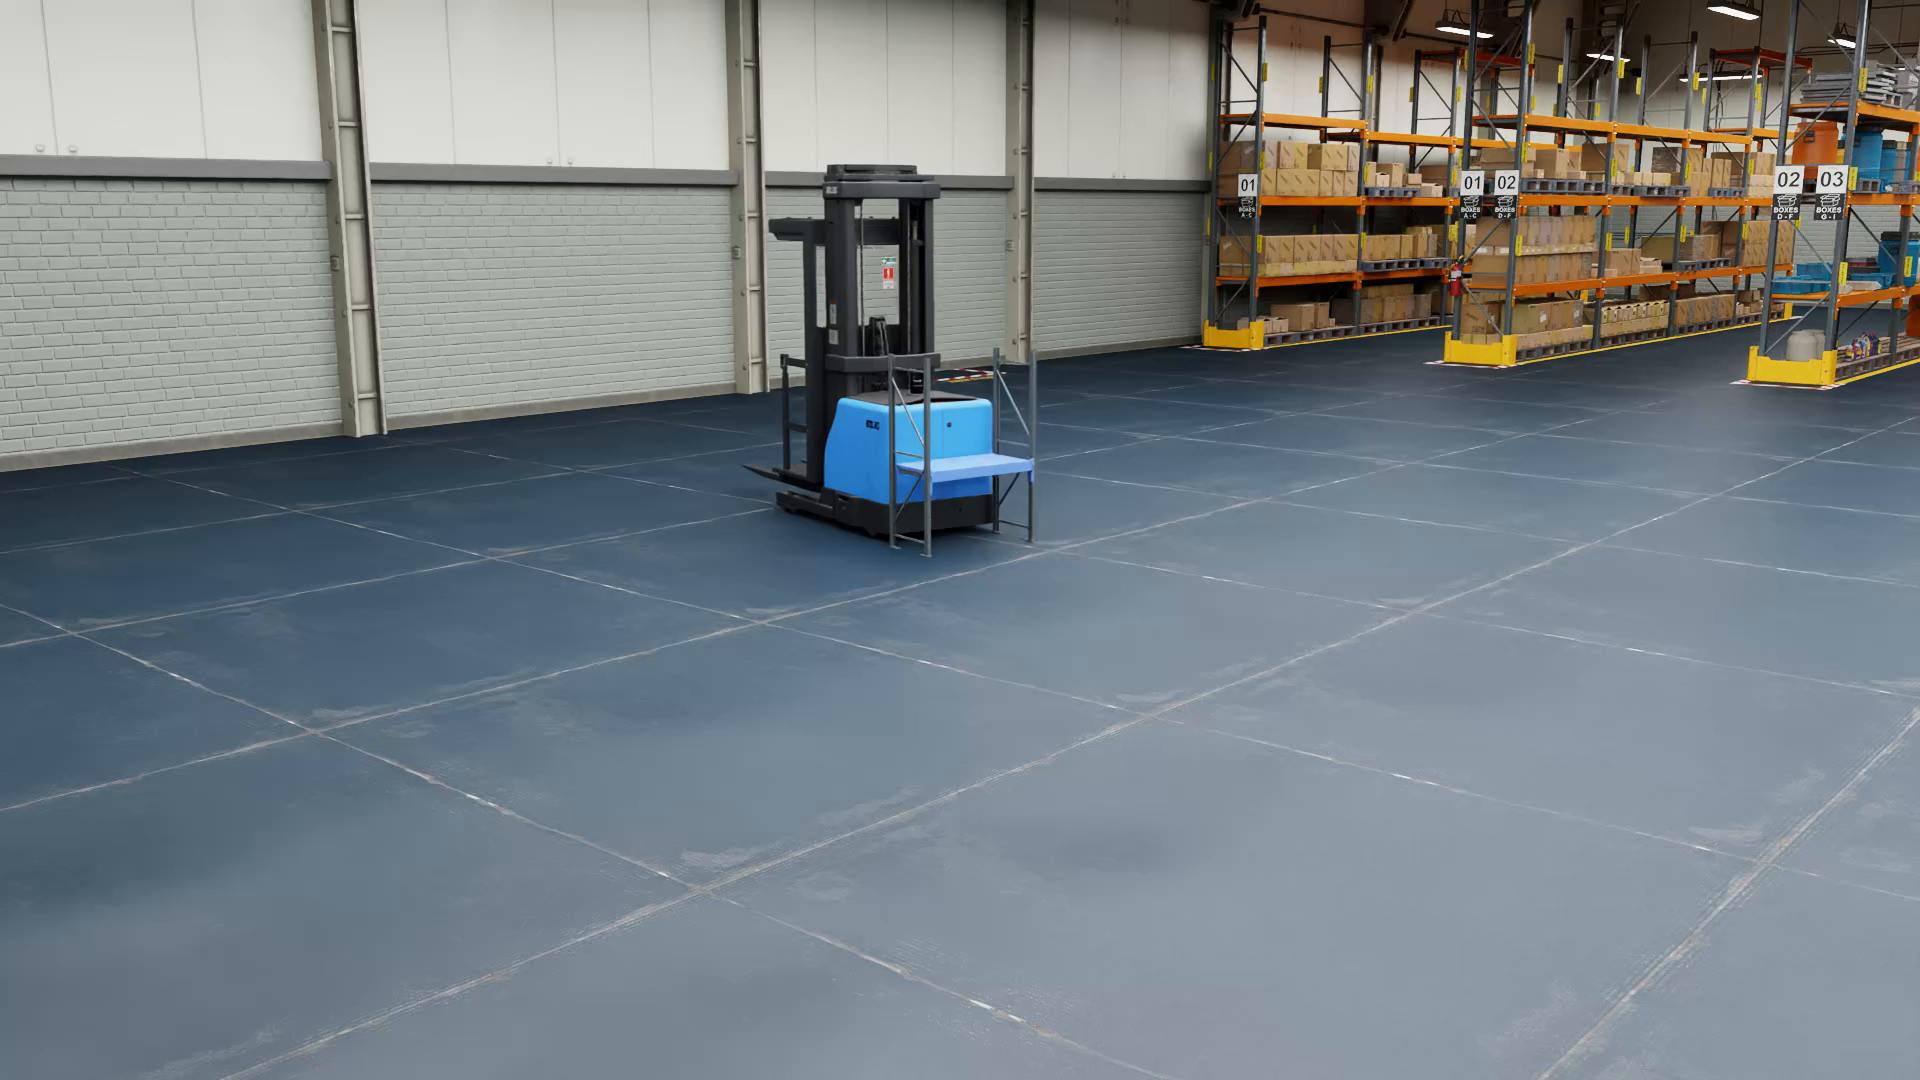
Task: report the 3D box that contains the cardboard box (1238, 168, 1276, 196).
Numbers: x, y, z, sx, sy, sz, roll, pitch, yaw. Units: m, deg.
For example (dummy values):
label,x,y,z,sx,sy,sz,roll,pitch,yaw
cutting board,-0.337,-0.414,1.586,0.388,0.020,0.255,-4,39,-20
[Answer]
label,x,y,z,sx,sy,sz,roll,pitch,yaw
cardboard box,5.548,-6.683,31.046,0.500,0.500,0.500,10,15,42

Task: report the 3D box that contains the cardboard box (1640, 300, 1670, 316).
label,x,y,z,sx,sy,sz,roll,pitch,yaw
cardboard box,13.983,-4.697,33.584,0.500,0.311,0.500,10,15,42

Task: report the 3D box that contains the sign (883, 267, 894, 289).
label,x,y,z,sx,sy,sz,roll,pitch,yaw
sign,-1.111,-4.059,25.784,0.001,0.329,0.234,10,15,40

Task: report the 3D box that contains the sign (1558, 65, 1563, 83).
label,x,y,z,sx,sy,sz,roll,pitch,yaw
sign,11.088,-8.592,30.666,0.100,0.325,0.005,10,15,40

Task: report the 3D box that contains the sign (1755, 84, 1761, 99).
label,x,y,z,sx,sy,sz,roll,pitch,yaw
sign,17.205,-9.668,35.853,0.100,0.325,0.005,10,15,40

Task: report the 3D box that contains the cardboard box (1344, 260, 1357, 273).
label,x,y,z,sx,sy,sz,roll,pitch,yaw
cardboard box,7.695,-5.552,33.681,0.500,0.250,0.500,10,15,40

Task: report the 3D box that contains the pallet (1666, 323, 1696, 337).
label,x,y,z,sx,sy,sz,roll,pitch,yaw
pallet,14.665,-4.411,34.755,1.003,0.211,1.213,10,15,40

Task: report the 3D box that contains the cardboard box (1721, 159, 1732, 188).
label,x,y,z,sx,sy,sz,roll,pitch,yaw
cardboard box,16.396,-7.972,36.225,0.600,0.600,0.600,8,14,35

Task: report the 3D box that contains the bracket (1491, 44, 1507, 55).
label,x,y,z,sx,sy,sz,roll,pitch,yaw
bracket,12.866,-11.716,39.707,0.235,0.232,0.430,10,15,40

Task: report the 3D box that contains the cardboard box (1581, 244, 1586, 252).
label,x,y,z,sx,sy,sz,roll,pitch,yaw
cardboard box,11.149,-5.309,30.222,0.380,0.149,0.250,9,15,39

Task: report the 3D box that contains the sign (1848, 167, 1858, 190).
label,x,y,z,sx,sy,sz,roll,pitch,yaw
sign,12.992,-5.259,24.200,0.100,0.325,0.005,10,15,40

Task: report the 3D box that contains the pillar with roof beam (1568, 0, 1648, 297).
label,x,y,z,sx,sy,sz,roll,pitch,yaw
pillar with roof beam,20.068,-10.384,42.228,9.100,9.000,0.548,10,15,40

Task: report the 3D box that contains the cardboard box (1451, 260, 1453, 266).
label,x,y,z,sx,sy,sz,roll,pitch,yaw
cardboard box,10.812,-6.218,37.276,0.380,0.149,0.250,9,15,40

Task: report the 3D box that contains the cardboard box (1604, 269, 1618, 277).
label,x,y,z,sx,sy,sz,roll,pitch,yaw
cardboard box,12.242,-5.065,31.555,0.380,0.149,0.250,10,15,40

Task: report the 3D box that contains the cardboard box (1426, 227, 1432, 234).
label,x,y,z,sx,sy,sz,roll,pitch,yaw
cardboard box,10.215,-6.841,36.770,0.380,0.149,0.250,7,14,33

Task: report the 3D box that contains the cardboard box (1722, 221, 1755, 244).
label,x,y,z,sx,sy,sz,roll,pitch,yaw
cardboard box,17.307,-6.834,36.960,0.500,0.500,0.500,10,15,42

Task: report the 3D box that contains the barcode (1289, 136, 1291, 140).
label,x,y,z,sx,sy,sz,roll,pitch,yaw
barcode,6.539,-7.978,32.988,0.001,0.075,0.075,10,15,40

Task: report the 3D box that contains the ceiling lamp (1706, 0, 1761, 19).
label,x,y,z,sx,sy,sz,roll,pitch,yaw
ceiling lamp,13.442,-10.519,28.000,0.800,3.185,2.000,10,15,40

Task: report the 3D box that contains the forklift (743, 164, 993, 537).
label,x,y,z,sx,sy,sz,roll,pitch,yaw
forklift,-0.943,-1.706,14.269,1.130,2.935,3.031,-7,13,-32

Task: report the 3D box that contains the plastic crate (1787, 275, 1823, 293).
label,x,y,z,sx,sy,sz,roll,pitch,yaw
plastic crate,13.120,-3.989,25.906,0.499,0.251,0.408,10,15,40

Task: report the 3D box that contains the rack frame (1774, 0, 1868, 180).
label,x,y,z,sx,sy,sz,roll,pitch,yaw
rack frame,12.581,-6.797,24.267,1.000,3.000,0.127,10,15,40

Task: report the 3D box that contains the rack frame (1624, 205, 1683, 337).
label,x,y,z,sx,sy,sz,roll,pitch,yaw
rack frame,14.144,-5.673,33.956,1.000,3.000,0.127,10,15,40

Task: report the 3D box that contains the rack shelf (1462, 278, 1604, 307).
label,x,y,z,sx,sy,sz,roll,pitch,yaw
rack shelf,10.183,-4.438,29.607,1.077,0.370,4.000,10,15,40

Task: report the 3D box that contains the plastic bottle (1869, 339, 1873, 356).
label,x,y,z,sx,sy,sz,roll,pitch,yaw
plastic bottle,14.810,-3.138,27.074,0.133,0.283,0.061,-11,16,-44

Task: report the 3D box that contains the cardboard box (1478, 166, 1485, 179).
label,x,y,z,sx,sy,sz,roll,pitch,yaw
cardboard box,11.700,-8.366,38.404,0.700,0.500,0.500,10,15,40

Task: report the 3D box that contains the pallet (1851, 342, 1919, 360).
label,x,y,z,sx,sy,sz,roll,pitch,yaw
pallet,16.516,-3.377,29.580,1.003,0.211,1.213,10,15,40

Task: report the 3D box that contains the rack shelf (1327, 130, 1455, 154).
label,x,y,z,sx,sy,sz,roll,pitch,yaw
rack shelf,9.100,-8.412,35.209,1.077,0.370,4.000,10,15,40

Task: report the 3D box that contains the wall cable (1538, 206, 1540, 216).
label,x,y,z,sx,sy,sz,roll,pitch,yaw
wall cable,15.836,-8.299,44.509,0.084,1.984,1.851,10,15,40

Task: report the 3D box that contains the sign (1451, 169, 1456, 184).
label,x,y,z,sx,sy,sz,roll,pitch,yaw
sign,10.827,-7.967,36.463,0.100,0.325,0.005,10,15,40

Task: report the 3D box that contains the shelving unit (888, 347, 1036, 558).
label,x,y,z,sx,sy,sz,roll,pitch,yaw
shelving unit,0.023,-0.701,12.894,1.048,1.500,0.538,-8,14,-36

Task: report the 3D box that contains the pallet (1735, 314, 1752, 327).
label,x,y,z,sx,sy,sz,roll,pitch,yaw
pallet,17.238,-4.995,37.681,1.003,0.211,1.213,10,15,40

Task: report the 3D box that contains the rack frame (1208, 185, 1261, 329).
label,x,y,z,sx,sy,sz,roll,pitch,yaw
rack frame,5.139,-5.136,31.267,1.000,3.000,0.127,10,15,40

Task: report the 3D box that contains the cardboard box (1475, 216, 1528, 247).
label,x,y,z,sx,sy,sz,roll,pitch,yaw
cardboard box,9.216,-5.256,28.301,0.700,0.500,0.500,10,15,41

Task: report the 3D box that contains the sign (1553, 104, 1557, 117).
label,x,y,z,sx,sy,sz,roll,pitch,yaw
sign,15.288,-11.040,42.723,0.100,0.325,0.005,10,15,40

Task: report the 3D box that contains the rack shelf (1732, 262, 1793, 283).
label,x,y,z,sx,sy,sz,roll,pitch,yaw
rack shelf,18.104,-6.203,38.447,1.077,0.370,4.000,10,15,40

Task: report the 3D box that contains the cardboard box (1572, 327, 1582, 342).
label,x,y,z,sx,sy,sz,roll,pitch,yaw
cardboard box,11.024,-3.773,30.393,0.500,0.250,0.500,10,15,40

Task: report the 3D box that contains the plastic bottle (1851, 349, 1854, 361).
label,x,y,z,sx,sy,sz,roll,pitch,yaw
plastic bottle,14.081,-2.940,26.295,0.097,0.201,0.097,0,11,0

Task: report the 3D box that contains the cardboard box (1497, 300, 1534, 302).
label,x,y,z,sx,sy,sz,roll,pitch,yaw
cardboard box,9.974,-4.061,29.919,0.500,0.500,0.500,10,15,40

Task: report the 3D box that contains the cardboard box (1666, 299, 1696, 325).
label,x,y,z,sx,sy,sz,roll,pitch,yaw
cardboard box,15.000,-4.771,34.698,0.500,0.500,0.500,9,14,38

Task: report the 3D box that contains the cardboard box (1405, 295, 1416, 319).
label,x,y,z,sx,sy,sz,roll,pitch,yaw
cardboard box,9.557,-5.130,36.494,0.700,0.500,0.500,10,15,40

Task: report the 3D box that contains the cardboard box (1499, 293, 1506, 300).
label,x,y,z,sx,sy,sz,roll,pitch,yaw
cardboard box,12.729,-5.941,39.713,0.750,0.750,0.750,10,15,41

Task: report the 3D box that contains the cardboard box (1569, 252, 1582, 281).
label,x,y,z,sx,sy,sz,roll,pitch,yaw
cardboard box,10.872,-4.989,30.276,0.700,0.500,0.500,10,15,40

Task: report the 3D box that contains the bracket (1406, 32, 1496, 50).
label,x,y,z,sx,sy,sz,roll,pitch,yaw
bracket,11.154,-11.335,37.796,0.076,0.066,4.783,10,15,40

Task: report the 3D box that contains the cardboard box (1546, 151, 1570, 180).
label,x,y,z,sx,sy,sz,roll,pitch,yaw
cardboard box,10.322,-6.655,29.520,0.637,0.503,0.797,-10,15,-41

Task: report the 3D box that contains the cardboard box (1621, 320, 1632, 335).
label,x,y,z,sx,sy,sz,roll,pitch,yaw
cardboard box,12.634,-4.121,32.134,0.500,0.250,0.500,9,15,39

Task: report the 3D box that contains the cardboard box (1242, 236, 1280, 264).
label,x,y,z,sx,sy,sz,roll,pitch,yaw
cardboard box,5.680,-5.471,31.364,0.500,0.500,0.500,10,15,40

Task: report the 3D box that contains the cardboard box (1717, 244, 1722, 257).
label,x,y,z,sx,sy,sz,roll,pitch,yaw
cardboard box,16.922,-6.417,37.427,0.500,0.500,0.500,10,15,41

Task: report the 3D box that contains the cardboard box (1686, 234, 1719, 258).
label,x,y,z,sx,sy,sz,roll,pitch,yaw
cardboard box,16.304,-6.476,36.648,0.700,0.500,0.500,4,12,21

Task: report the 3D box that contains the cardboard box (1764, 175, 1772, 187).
label,x,y,z,sx,sy,sz,roll,pitch,yaw
cardboard box,17.959,-8.089,37.502,0.500,0.250,0.500,10,15,40

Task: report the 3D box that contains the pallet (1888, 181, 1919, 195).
label,x,y,z,sx,sy,sz,roll,pitch,yaw
pallet,14.819,-5.703,26.931,1.213,0.211,1.003,10,15,40

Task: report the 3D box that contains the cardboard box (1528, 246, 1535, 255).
label,x,y,z,sx,sy,sz,roll,pitch,yaw
cardboard box,9.622,-4.969,28.519,0.380,0.149,0.250,10,15,41

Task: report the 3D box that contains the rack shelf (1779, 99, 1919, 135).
label,x,y,z,sx,sy,sz,roll,pitch,yaw
rack shelf,13.902,-6.542,25.850,1.077,0.370,4.000,10,15,40
